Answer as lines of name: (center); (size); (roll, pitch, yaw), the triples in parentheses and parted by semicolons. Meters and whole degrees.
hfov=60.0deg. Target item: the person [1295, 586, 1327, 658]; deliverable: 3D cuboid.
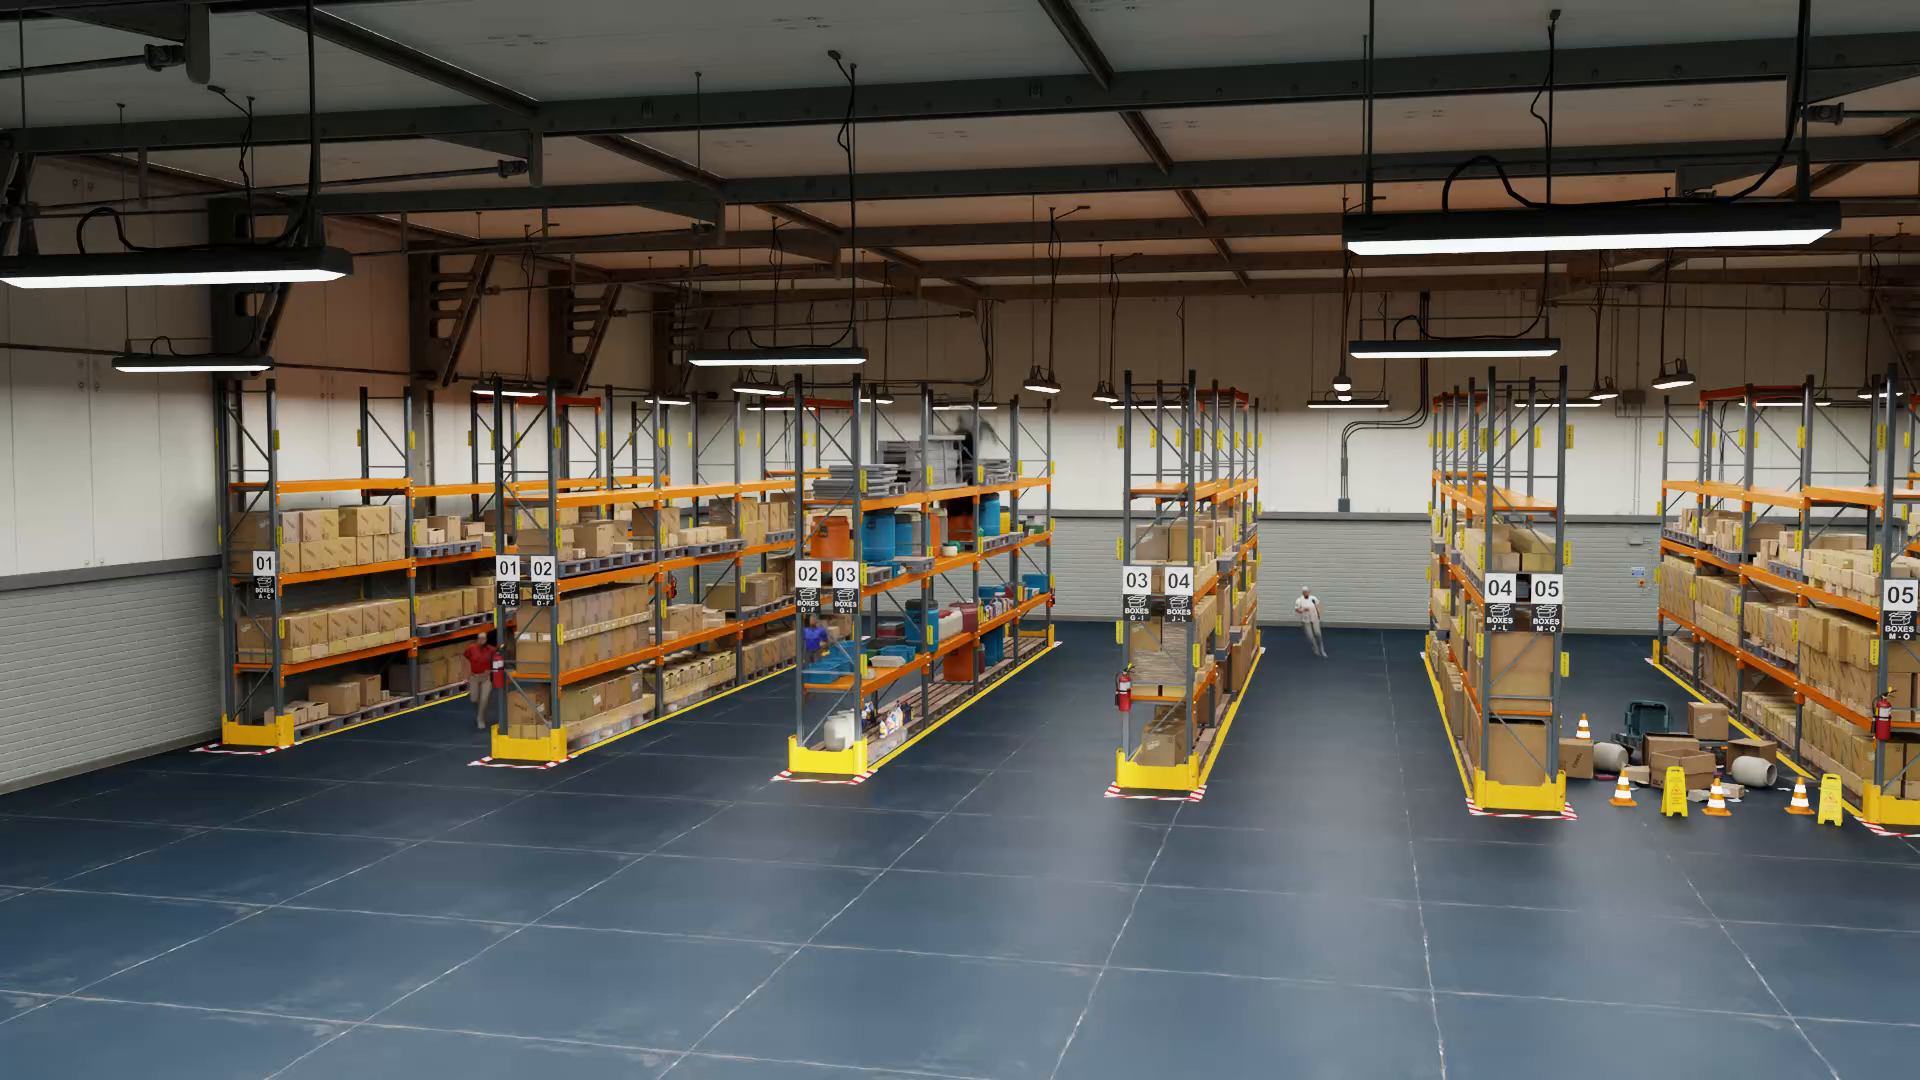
person: (8.142, 1.897, 38.599); (0.746, 1.667, 0.642); (1, 3, 9)

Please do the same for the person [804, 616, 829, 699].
person: (-2.848, 2.266, 32.418); (0.582, 1.618, 0.578); (0, 3, 5)

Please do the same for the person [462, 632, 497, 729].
person: (-8.351, 2.446, 29.038); (0.702, 1.678, 0.704); (0, 3, -4)
